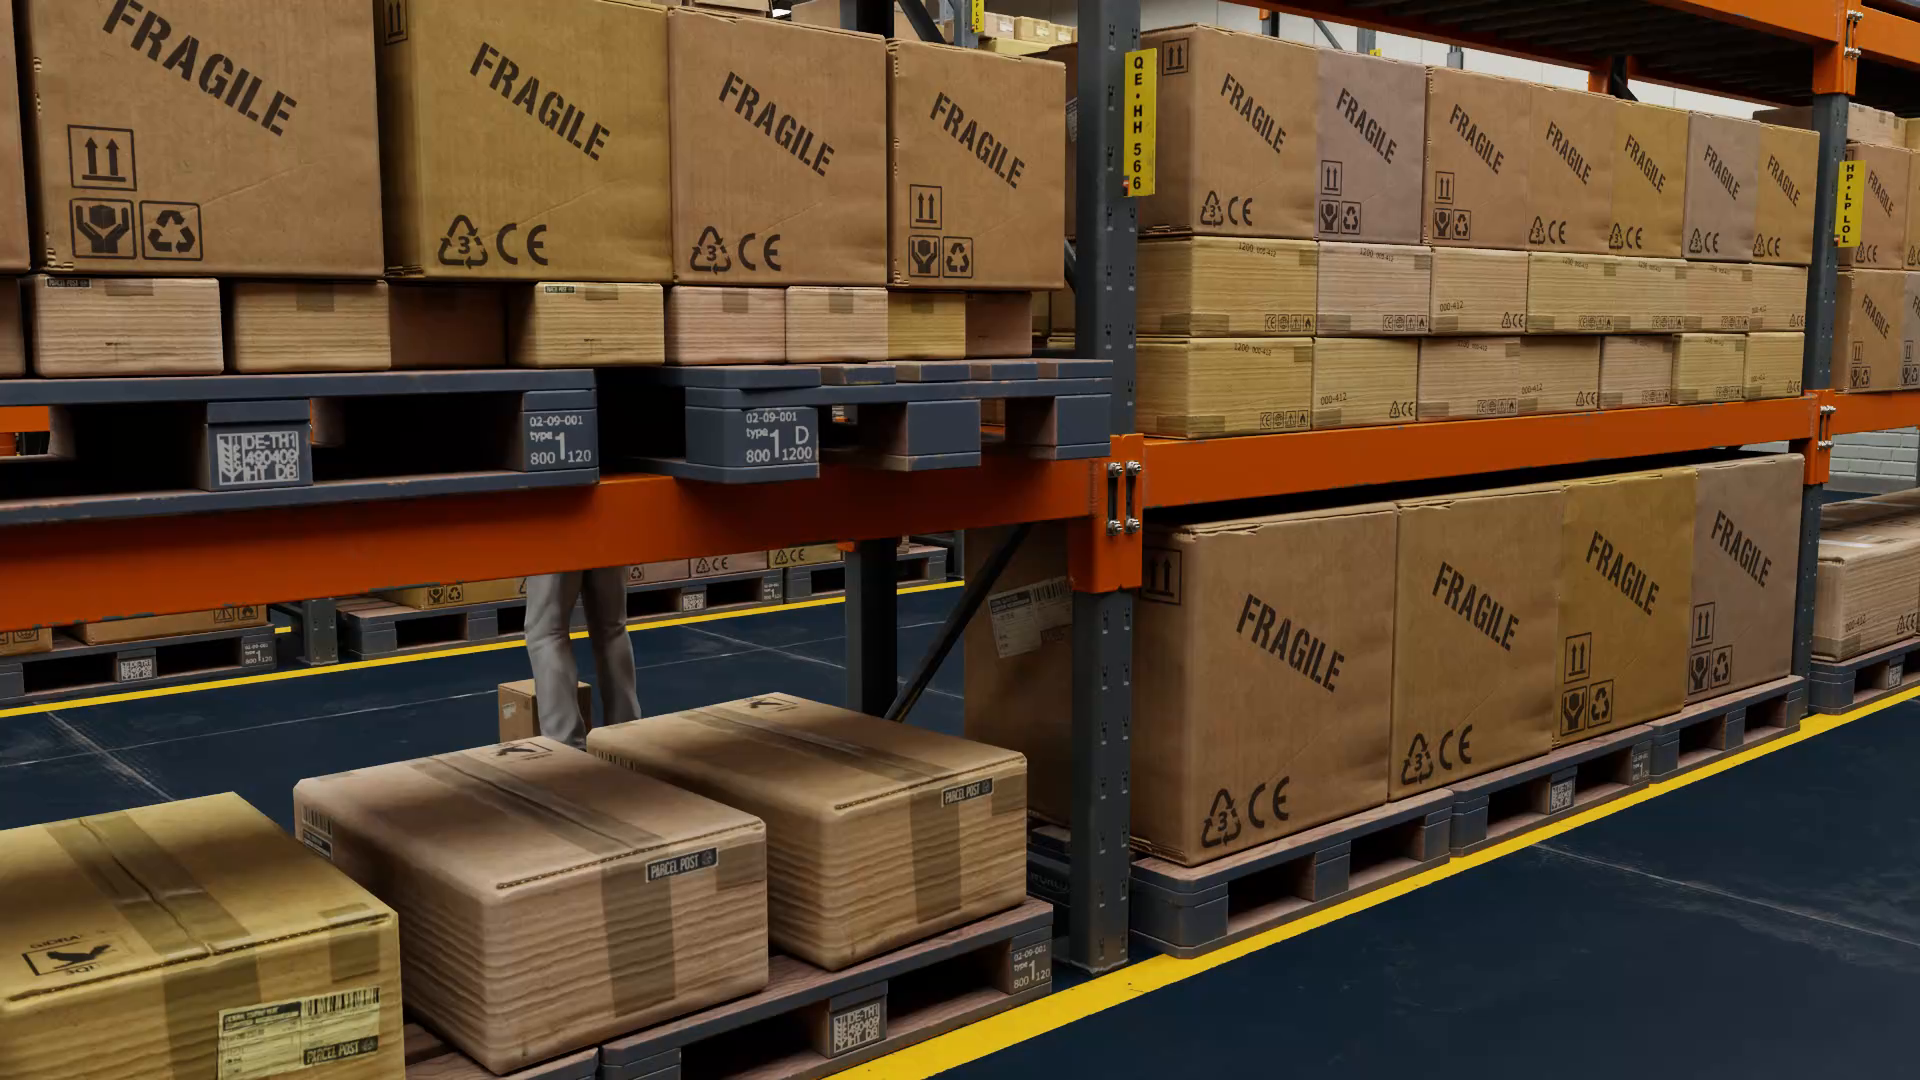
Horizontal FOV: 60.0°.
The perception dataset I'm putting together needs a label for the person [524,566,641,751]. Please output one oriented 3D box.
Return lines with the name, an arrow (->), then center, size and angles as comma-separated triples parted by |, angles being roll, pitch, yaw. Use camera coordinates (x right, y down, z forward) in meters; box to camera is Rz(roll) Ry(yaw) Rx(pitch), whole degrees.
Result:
person -> -1.374, -0.019, 5.939 | 0.508, 1.671, 0.360 | -7, 10, -44
